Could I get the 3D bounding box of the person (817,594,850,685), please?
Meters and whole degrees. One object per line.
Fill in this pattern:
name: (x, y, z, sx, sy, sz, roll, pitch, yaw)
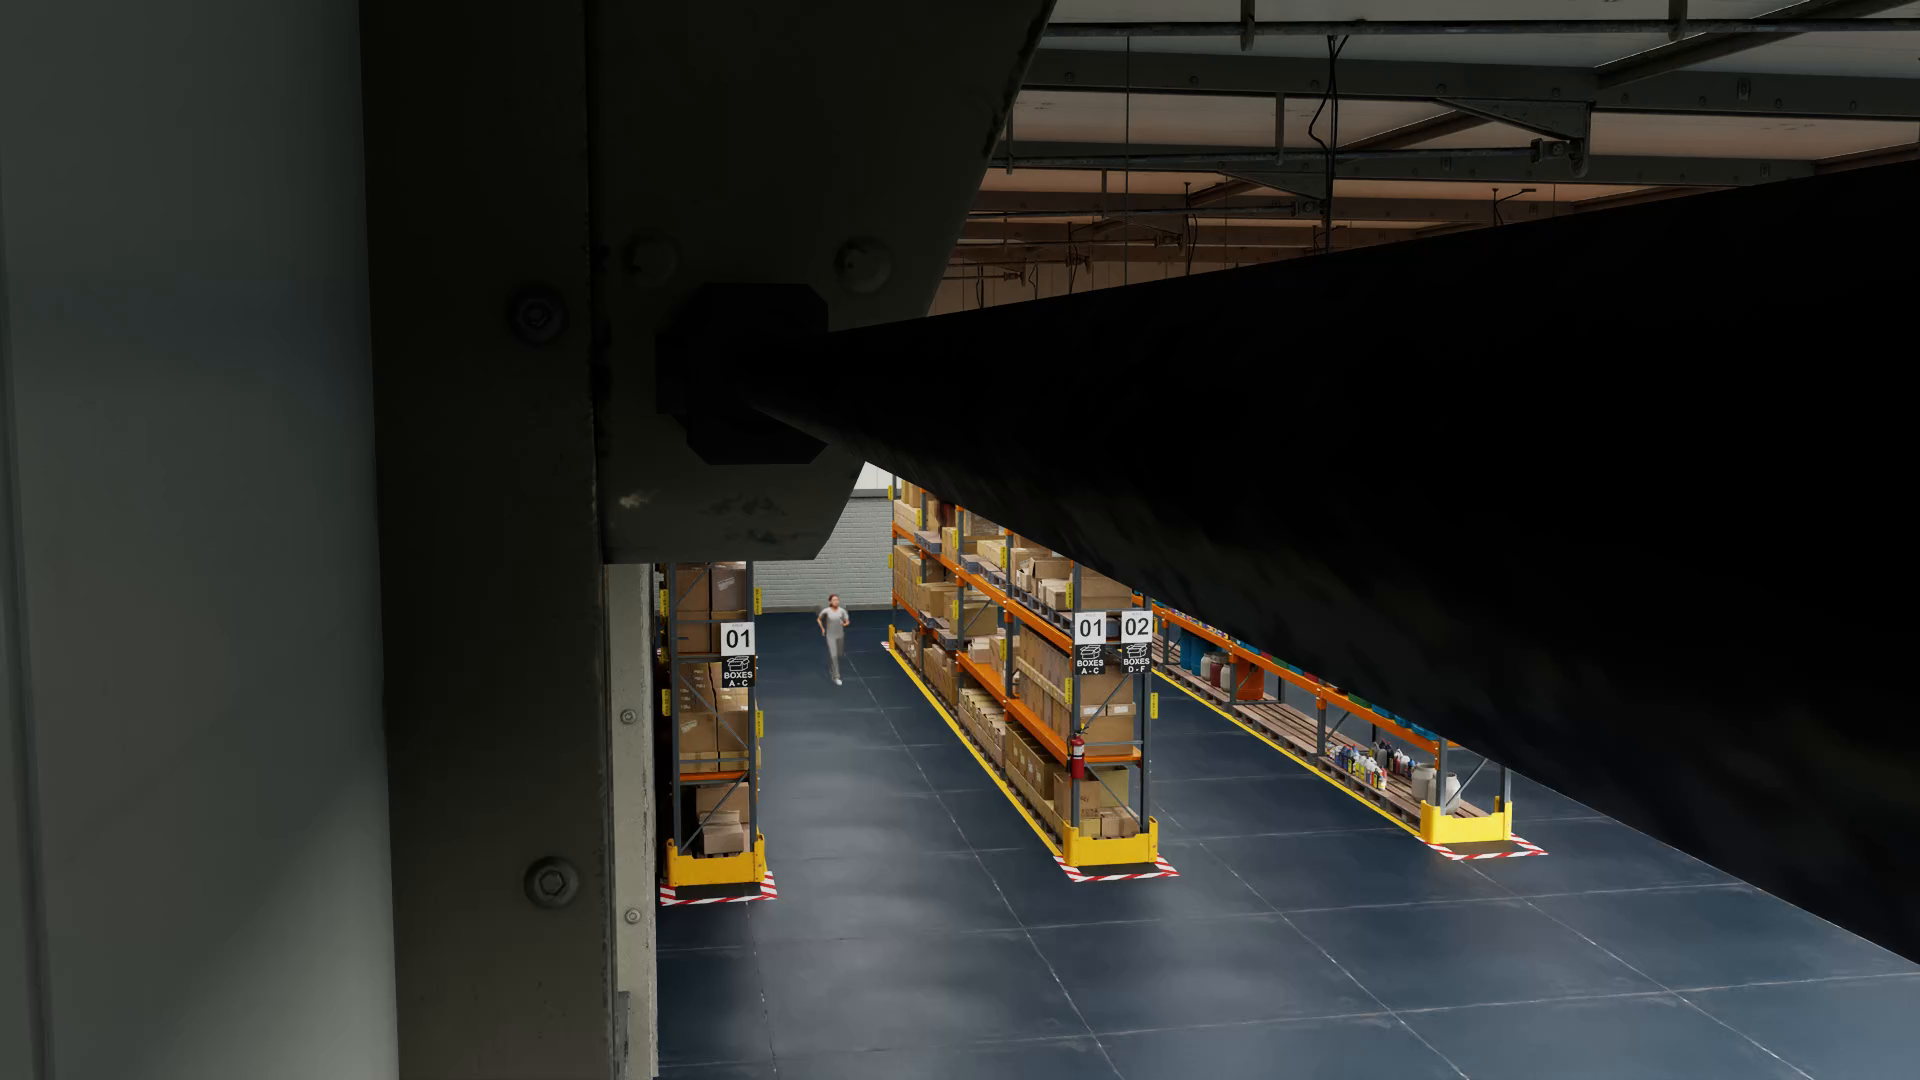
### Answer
person: (-2.337, 1.849, 31.087, 0.570, 1.683, 0.891, -2, 7, -22)
